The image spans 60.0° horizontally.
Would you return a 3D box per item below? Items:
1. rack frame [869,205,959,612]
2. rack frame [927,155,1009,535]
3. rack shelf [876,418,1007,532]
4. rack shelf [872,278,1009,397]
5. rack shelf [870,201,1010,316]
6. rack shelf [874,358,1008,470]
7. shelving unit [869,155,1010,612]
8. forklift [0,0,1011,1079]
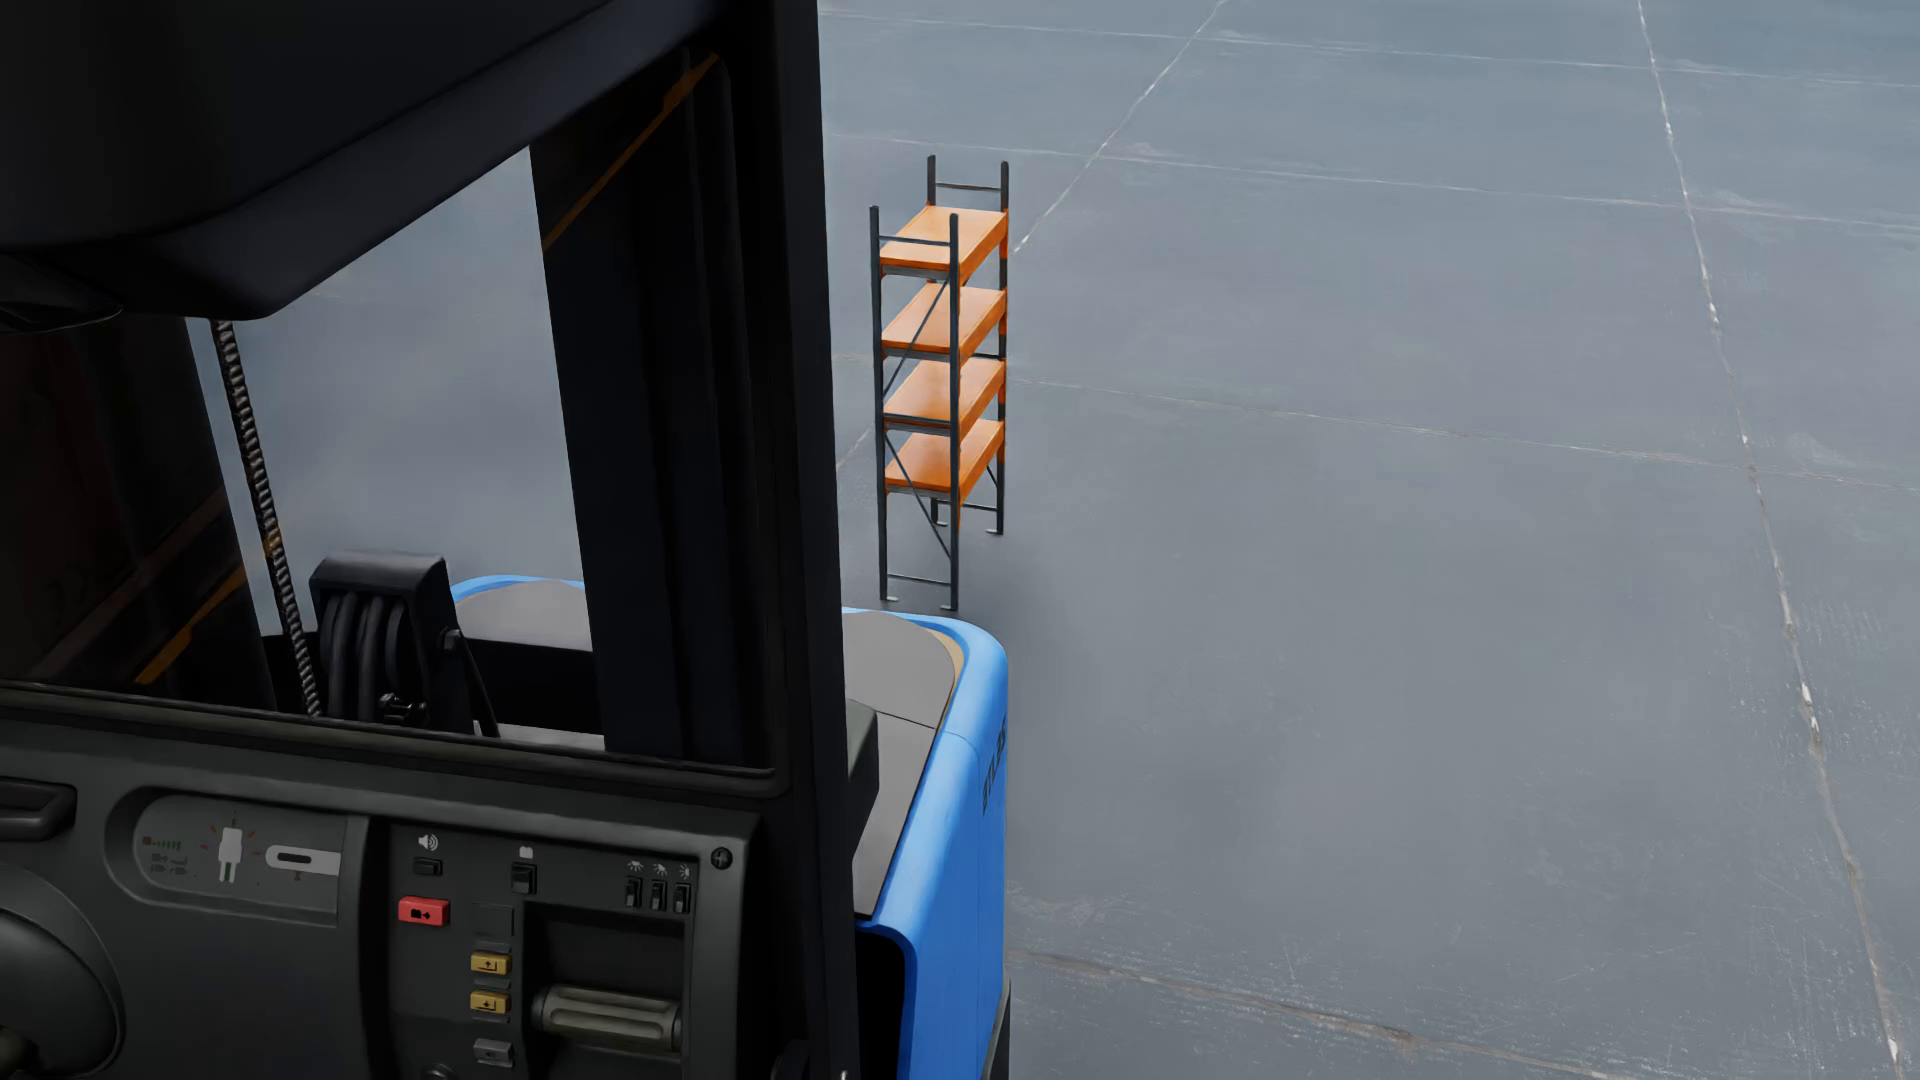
[{"bbox_3d":[-0.120,-0.334,4.616,0.240,1.200,0.015,8,30,15],"label":"rack frame"},{"bbox_3d":[0.023,-0.561,5.024,0.240,1.200,0.015,8,30,15],"label":"rack frame"},{"bbox_3d":[-0.049,-0.215,4.949,0.258,0.148,0.480,8,30,15],"label":"rack shelf"},{"bbox_3d":[-0.049,-0.584,4.744,0.258,0.148,0.480,8,30,15],"label":"rack shelf"},{"bbox_3d":[-0.049,-0.791,4.629,0.258,0.148,0.480,8,30,15],"label":"rack shelf"},{"bbox_3d":[-0.049,-0.389,4.853,0.258,0.148,0.480,8,30,15],"label":"rack shelf"},{"bbox_3d":[-0.049,-0.447,4.820,0.258,1.200,0.503,8,30,15],"label":"shelving unit"},{"bbox_3d":[-0.691,0.452,1.423,1.130,2.935,3.031,5,30,10],"label":"forklift"}]
